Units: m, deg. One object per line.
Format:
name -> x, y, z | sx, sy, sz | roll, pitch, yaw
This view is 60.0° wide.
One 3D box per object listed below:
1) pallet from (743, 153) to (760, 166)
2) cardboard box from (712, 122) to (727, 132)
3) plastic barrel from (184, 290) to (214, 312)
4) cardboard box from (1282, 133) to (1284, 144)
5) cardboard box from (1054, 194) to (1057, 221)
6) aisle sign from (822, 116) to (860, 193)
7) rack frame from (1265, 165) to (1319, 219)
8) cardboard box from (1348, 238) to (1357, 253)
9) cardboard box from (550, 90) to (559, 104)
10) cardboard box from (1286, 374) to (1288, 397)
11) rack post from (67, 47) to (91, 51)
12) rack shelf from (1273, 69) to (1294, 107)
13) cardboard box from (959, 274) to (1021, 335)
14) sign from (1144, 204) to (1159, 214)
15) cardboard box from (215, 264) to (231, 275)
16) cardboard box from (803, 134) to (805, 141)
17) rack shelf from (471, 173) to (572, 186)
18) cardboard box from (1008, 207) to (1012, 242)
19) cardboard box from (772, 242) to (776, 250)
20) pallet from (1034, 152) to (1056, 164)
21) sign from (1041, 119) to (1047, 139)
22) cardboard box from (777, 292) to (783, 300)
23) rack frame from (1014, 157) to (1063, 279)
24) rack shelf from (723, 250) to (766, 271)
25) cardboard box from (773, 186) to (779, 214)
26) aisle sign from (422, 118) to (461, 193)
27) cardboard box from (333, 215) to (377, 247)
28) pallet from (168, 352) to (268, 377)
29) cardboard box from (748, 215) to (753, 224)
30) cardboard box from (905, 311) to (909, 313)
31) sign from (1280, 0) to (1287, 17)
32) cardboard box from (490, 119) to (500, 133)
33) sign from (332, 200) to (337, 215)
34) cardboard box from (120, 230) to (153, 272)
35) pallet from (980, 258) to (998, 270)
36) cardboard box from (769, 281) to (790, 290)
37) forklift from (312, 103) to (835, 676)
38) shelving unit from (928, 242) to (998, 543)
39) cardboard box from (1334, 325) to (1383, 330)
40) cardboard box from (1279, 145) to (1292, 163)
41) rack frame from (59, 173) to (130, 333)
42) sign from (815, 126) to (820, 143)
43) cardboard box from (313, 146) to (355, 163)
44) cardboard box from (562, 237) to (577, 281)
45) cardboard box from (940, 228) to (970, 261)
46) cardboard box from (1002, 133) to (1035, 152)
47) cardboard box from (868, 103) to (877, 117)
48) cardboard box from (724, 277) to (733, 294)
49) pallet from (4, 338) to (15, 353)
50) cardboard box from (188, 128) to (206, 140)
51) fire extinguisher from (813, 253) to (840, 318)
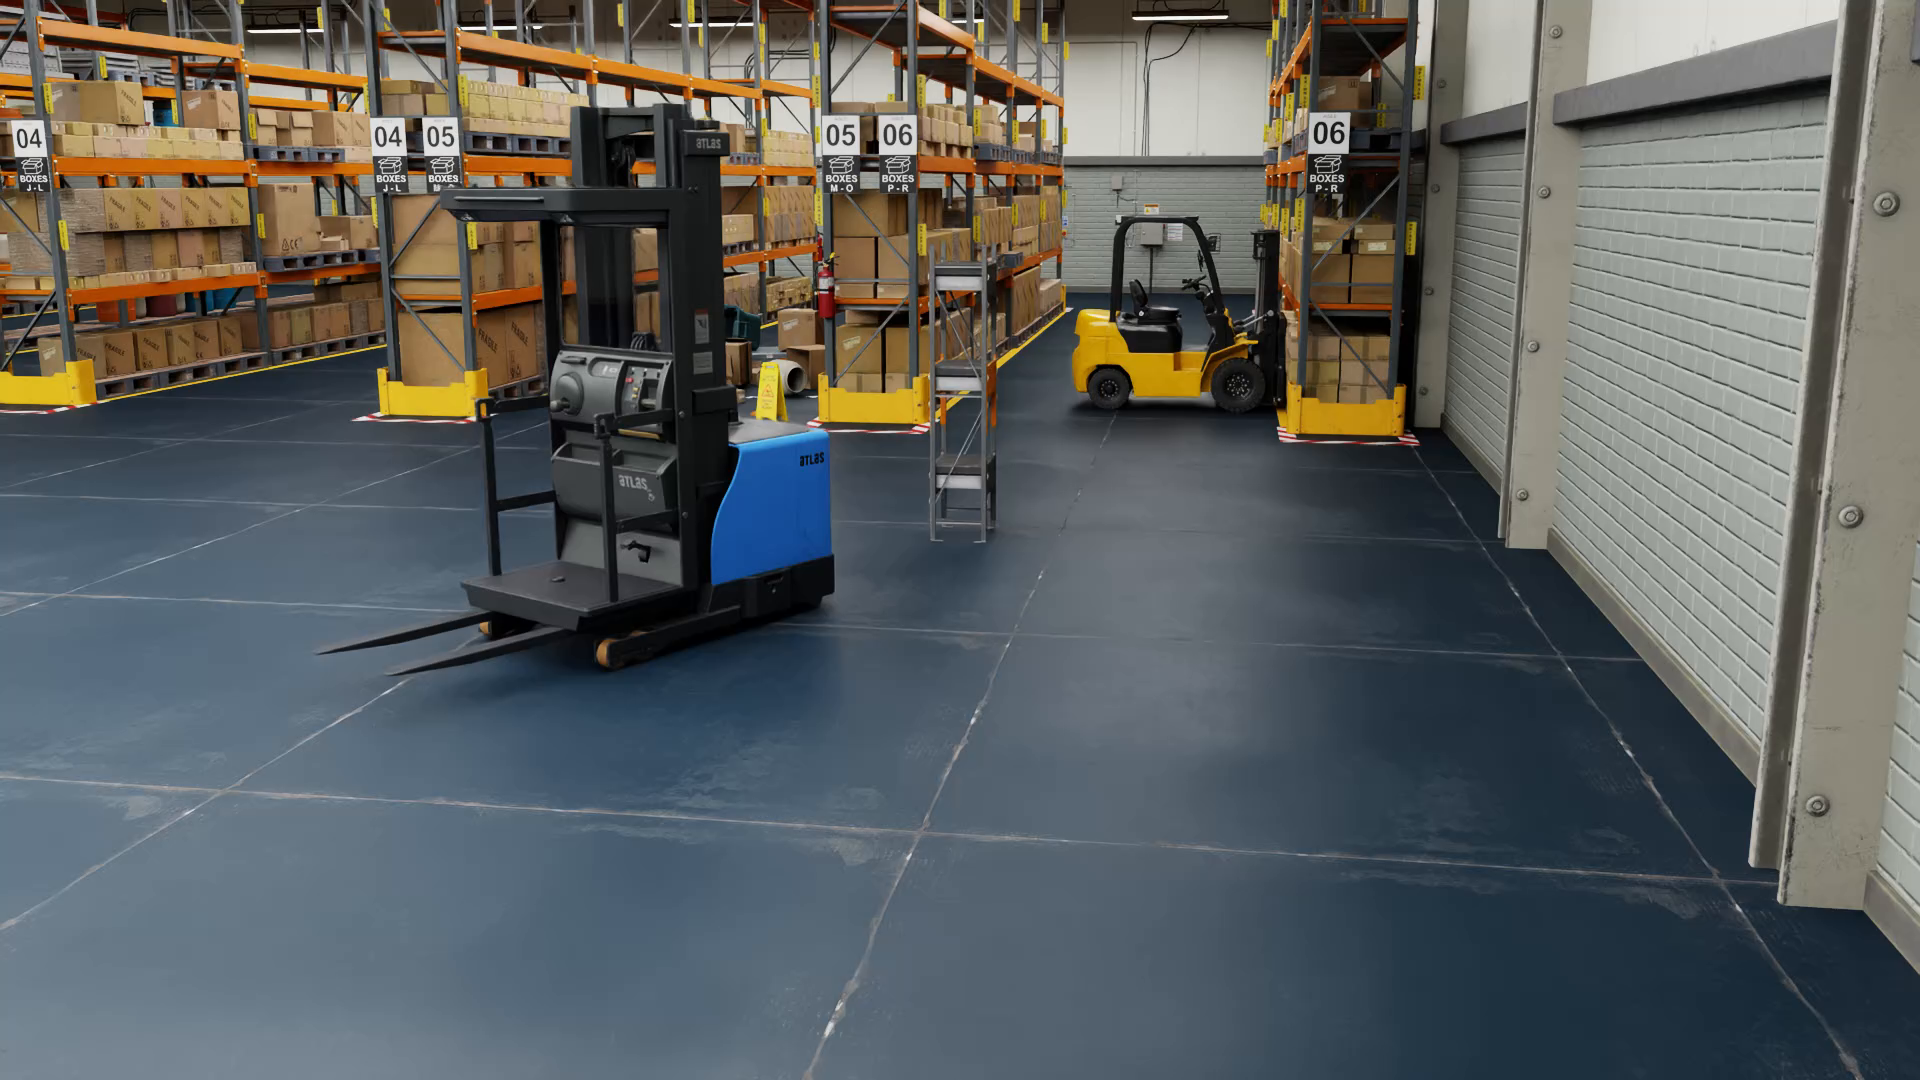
pallet -> -4.201, -6.628, 28.952 | 1.213, 0.211, 1.003 | 2, 12, 9
cardboard box -> -4.368, -6.783, 27.985 | 0.797, 0.503, 0.637 | 2, 12, 8
plastic barrel -> -13.989, -4.640, 30.387 | 0.600, 0.901, 0.708 | 2, 12, 9
cardboard box -> 4.842, -5.790, 23.938 | 0.380, 0.166, 0.250 | 2, 12, 9
cardboard box -> 1.552, -6.288, 31.442 | 0.500, 0.500, 0.500 | 2, 12, 8
aisle sign -> -1.236, -4.008, 17.301 | 0.394, 0.787, 0.004 | 2, 12, 9
rack frame -> 6.426, -5.911, 32.303 | 1.000, 3.000, 0.127 | 2, 12, 9
cardboard box -> 4.249, -3.062, 17.306 | 0.380, 0.149, 0.250 | 2, 12, 9
cardboard box -> -5.127, -5.403, 20.293 | 0.380, 0.149, 0.250 | 2, 12, 9
cardboard box -> 3.812, -1.653, 18.074 | 0.500, 0.250, 0.500 | 2, 12, 9
rack post -> -14.372, -8.238, 27.634 | 0.624, 0.289, 0.986 | 2, 12, 9
rack shelf -> 5.504, -7.048, 25.993 | 1.077, 0.370, 4.000 | 2, 12, 9
cardboard box -> 0.479, -3.714, 26.153 | 0.875, 0.875, 0.875 | 2, 12, 8
sign -> 4.396, -7.596, 38.160 | 0.339, 0.242, 0.001 | 2, 12, 9
cardboard box -> -10.005, -3.616, 22.247 | 0.380, 0.149, 0.250 | 2, 12, 9
cardboard box -> -3.260, -7.916, 32.705 | 0.380, 0.149, 0.250 | 2, 12, 9
rack shelf -> -8.578, -7.091, 32.364 | 1.077, 0.370, 4.000 | 2, 12, 9
cardboard box -> 0.496, -4.702, 24.751 | 0.500, 0.500, 0.500 | 2, 12, 7
cardboard box -> -3.631, -5.473, 30.867 | 0.380, 0.149, 0.250 | 1, 12, 6
pallet -> 1.232, -7.085, 30.839 | 1.003, 0.211, 1.213 | 2, 12, 9
sign -> 1.444, -7.096, 28.706 | 0.100, 0.325, 0.005 | 2, 12, 9
cardboard box -> -3.567, -4.620, 31.377 | 0.380, 0.149, 0.250 | 2, 12, 11
rack frame -> 1.521, -6.071, 33.046 | 1.000, 3.000, 0.127 | 2, 12, 9
rack shelf -> -4.308, -4.610, 27.973 | 1.077, 0.370, 4.000 | 2, 12, 9
cardboard box -> -3.626, -6.256, 30.584 | 0.500, 0.500, 0.500 | 2, 12, 7
aisle sign -> -5.561, -4.126, 17.850 | 0.394, 0.787, 0.004 | 2, 12, 9
cardboard box -> -9.545, -4.868, 26.226 | 0.500, 0.500, 0.500 | 0, 12, 2
pallet -> -10.185, -2.390, 22.584 | 1.003, 0.211, 1.213 | 2, 12, 9
cardboard box -> -3.869, -5.662, 29.331 | 0.380, 0.149, 0.250 | 2, 12, 11
cardboard box -> -0.838, -2.873, 20.415 | 0.380, 0.149, 0.250 | 2, 12, 11
sign -> 4.659, -7.690, 23.909 | 0.100, 0.325, 0.005 | 2, 12, 9
cardboard box -> -5.399, -4.644, 18.664 | 0.380, 0.149, 0.250 | 2, 12, 9
sign -> -10.050, -5.310, 26.766 | 0.100, 0.325, 0.005 | 2, 12, 9
cardboard box -> -10.542, -3.580, 20.544 | 0.875, 0.500, 0.500 | 2, 12, 9
pallet -> -0.063, -3.634, 22.191 | 1.003, 0.211, 1.213 | 2, 12, 9
cardboard box -> -3.477, -4.870, 31.829 | 0.380, 0.149, 0.250 | 2, 12, 9
forklift -> -2.066, -0.865, 9.048 | 1.130, 2.935, 3.031 | 9, 15, 37
shelving unit -> 0.025, -1.061, 11.932 | 0.431, 2.100, 0.503 | 2, 12, 9
cardboard box -> 4.387, -2.232, 18.389 | 0.500, 0.250, 0.500 | 2, 12, 8
cardboard box -> 5.035, -5.754, 24.808 | 0.500, 0.250, 0.500 | 1, 12, 7
rack frame -> -14.395, -4.888, 27.553 | 1.000, 3.000, 0.127 | 2, 12, 9
sign -> -2.840, -8.088, 33.180 | 0.100, 0.325, 0.005 | 2, 12, 9
cardboard box -> -9.475, -5.805, 25.046 | 0.500, 0.250, 0.500 | 2, 12, 10
cardboard box -> -5.338, -3.594, 21.193 | 0.875, 0.550, 0.550 | 2, 12, 9
cardboard box -> -0.147, -3.667, 20.946 | 0.500, 0.500, 0.500 | 2, 12, 7
cardboard box -> 0.978, -6.677, 27.948 | 0.500, 0.311, 0.500 | 2, 12, 9
cardboard box -> -1.101, -4.606, 17.832 | 0.380, 0.149, 0.250 | 2, 12, 10
cardboard box -> -4.104, -4.239, 27.701 | 0.500, 0.250, 0.500 | 2, 12, 9
pallet -> -14.928, -2.857, 24.747 | 1.003, 0.211, 1.213 | 2, 12, 9
cardboard box -> -9.982, -5.239, 21.475 | 0.380, 0.149, 0.250 | 1, 12, 7
fire extinguisher -> -1.412, -2.694, 17.558 | 0.296, 0.674, 0.183 | 2, 12, 9
